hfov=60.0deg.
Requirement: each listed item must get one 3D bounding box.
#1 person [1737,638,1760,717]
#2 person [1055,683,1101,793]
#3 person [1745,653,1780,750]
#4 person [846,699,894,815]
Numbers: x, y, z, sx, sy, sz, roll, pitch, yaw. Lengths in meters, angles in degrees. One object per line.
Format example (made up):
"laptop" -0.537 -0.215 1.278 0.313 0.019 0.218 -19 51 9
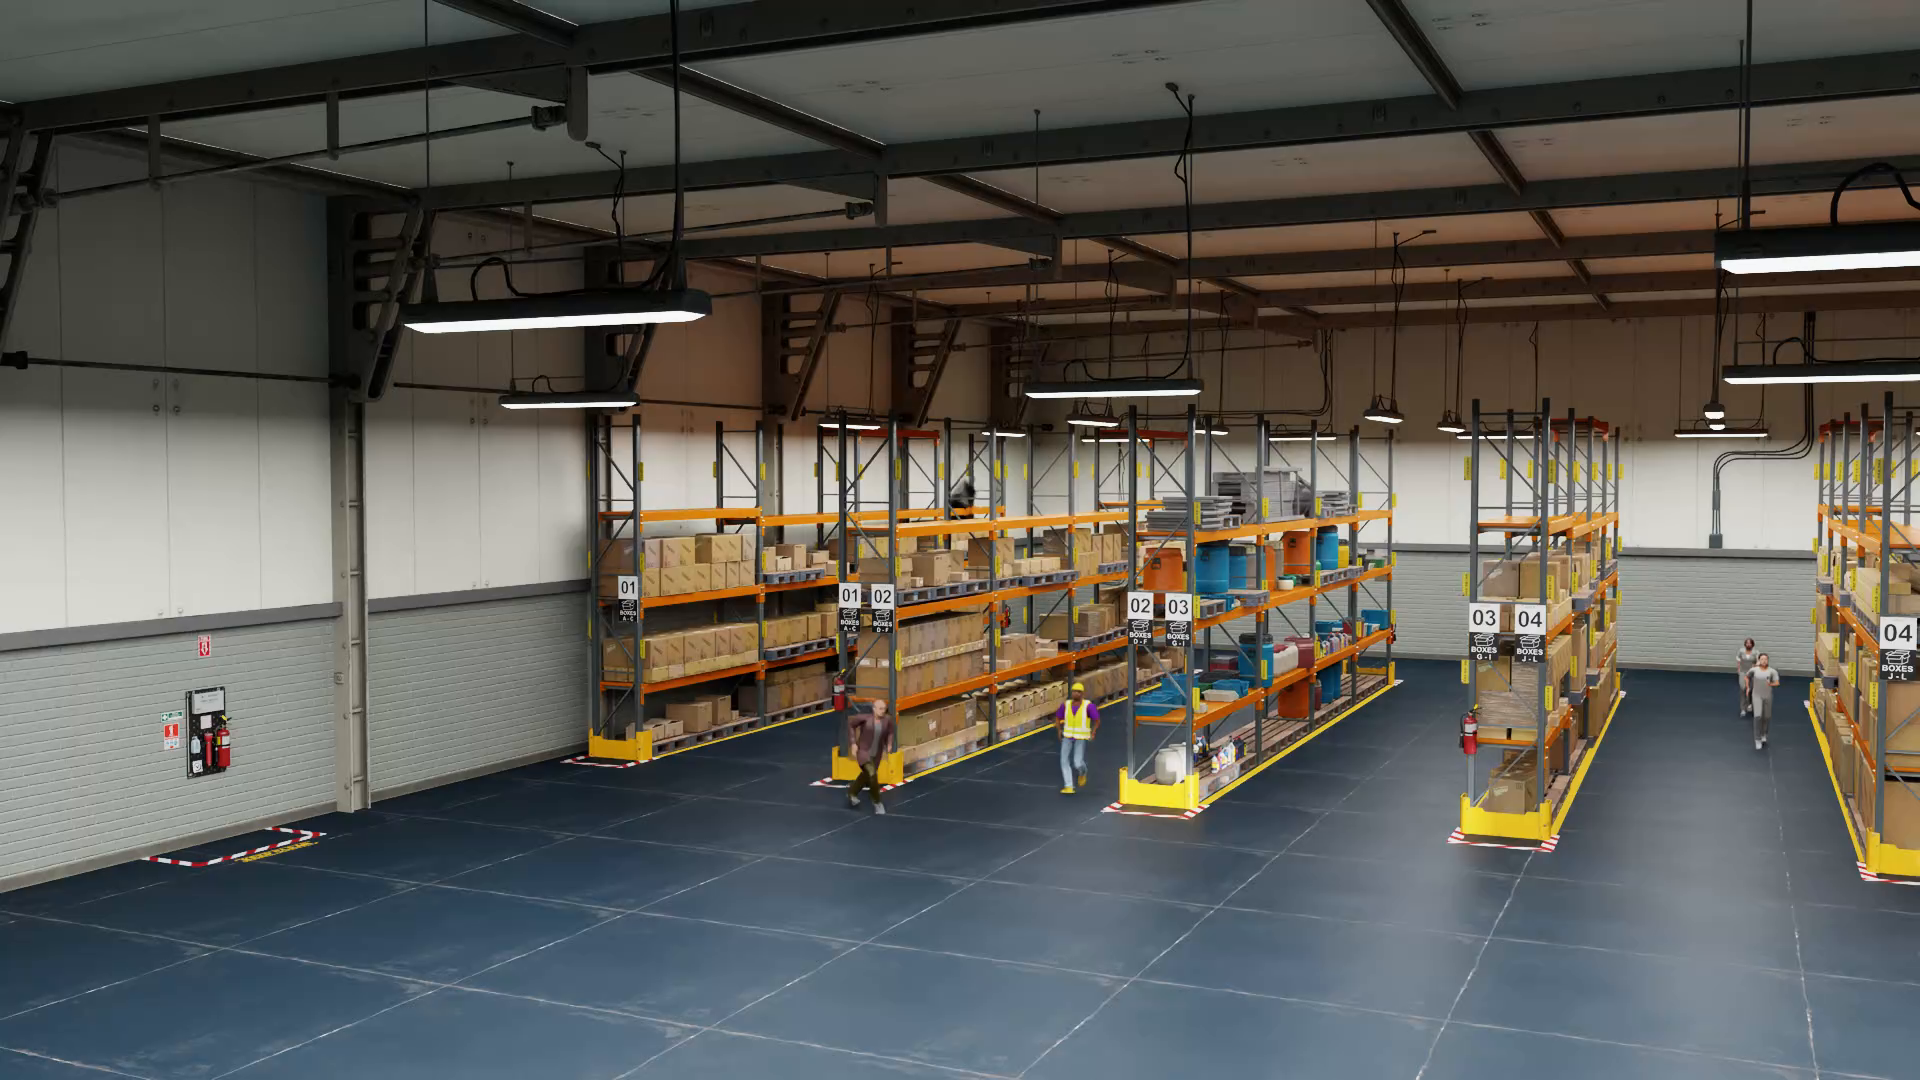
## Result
"person" 16.215 2.806 34.176 0.481 1.626 0.850 1 3 27
"person" 1.792 3.082 25.877 0.711 1.727 0.549 1 3 22
"person" 14.609 2.911 30.284 0.543 1.721 0.806 1 2 18
"person" -1.366 3.169 24.601 0.667 1.701 1.032 -1 3 -32
